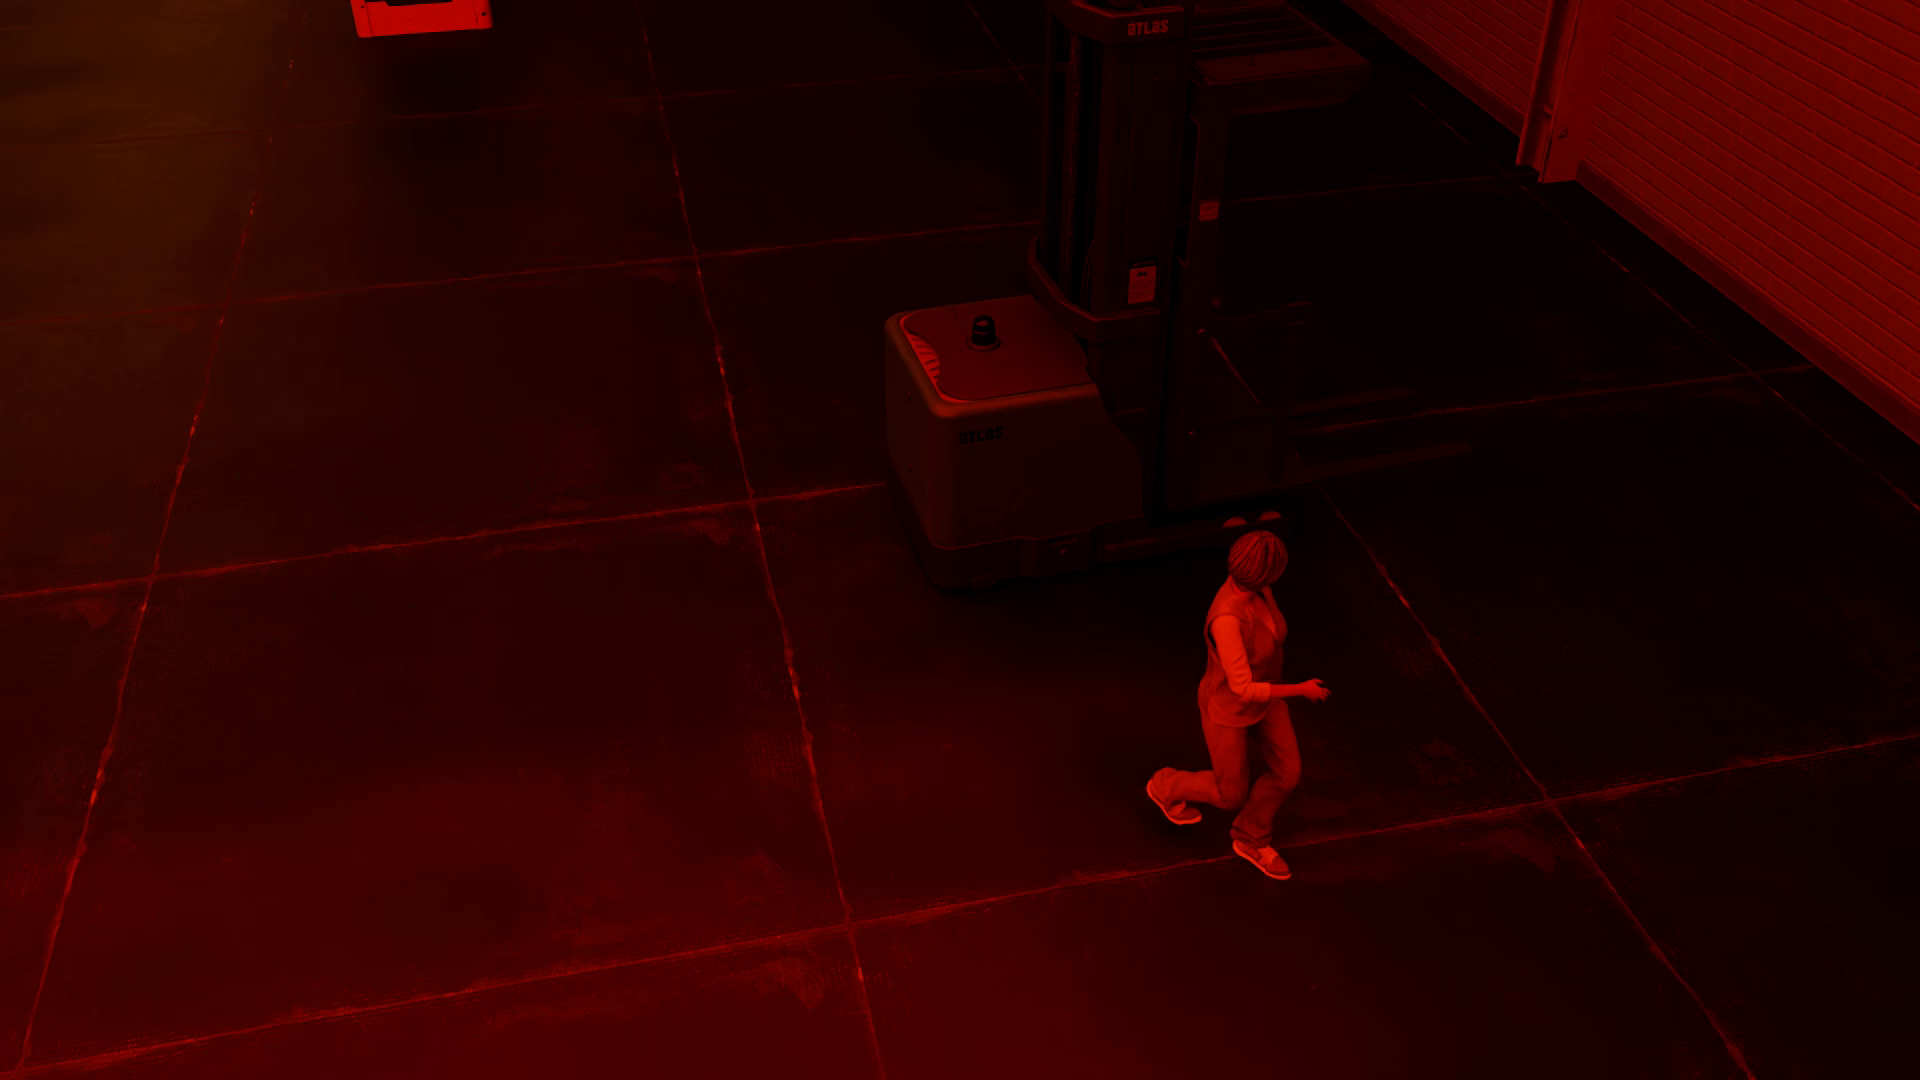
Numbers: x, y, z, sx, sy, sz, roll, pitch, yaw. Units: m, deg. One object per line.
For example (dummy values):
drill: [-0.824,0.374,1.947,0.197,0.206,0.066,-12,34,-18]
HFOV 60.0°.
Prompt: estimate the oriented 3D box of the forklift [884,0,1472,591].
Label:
forklift: [1.183,-1.426,8.031,3.031,2.935,1.130,-10,37,-13]

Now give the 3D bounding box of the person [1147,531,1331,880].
person: [1.092,0.661,6.454,0.494,1.409,0.658,-30,45,-35]
